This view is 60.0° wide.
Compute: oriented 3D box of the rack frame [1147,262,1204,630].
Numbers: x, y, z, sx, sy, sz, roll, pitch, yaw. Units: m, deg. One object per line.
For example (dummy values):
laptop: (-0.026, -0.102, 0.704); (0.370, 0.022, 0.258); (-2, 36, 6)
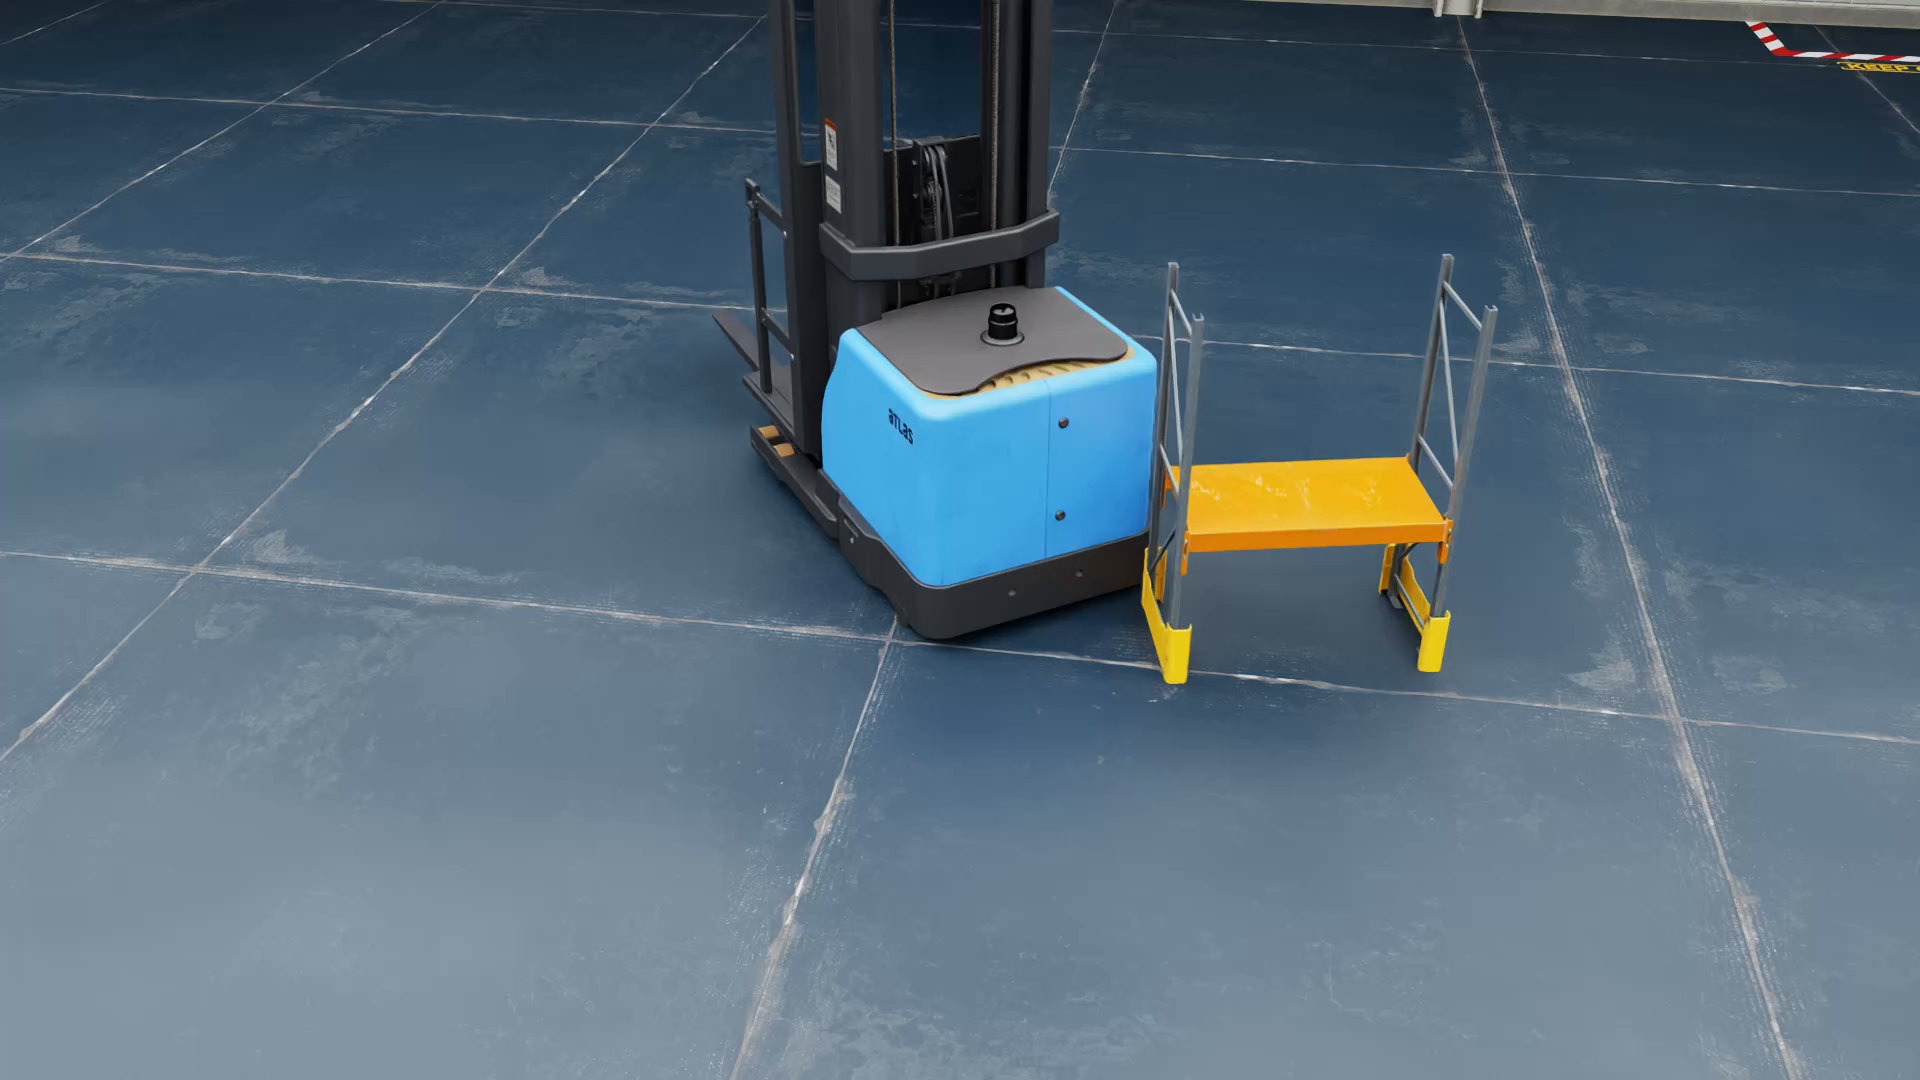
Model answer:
rack frame: (0.789, -0.238, 6.217); (0.032, 1.500, 0.500); (-2, 32, -4)

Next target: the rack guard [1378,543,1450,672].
rack guard: (1.801, 0.250, 6.615); (0.087, 0.250, 0.587); (-2, 32, -4)

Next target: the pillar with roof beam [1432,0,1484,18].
pillar with roof beam: (3.663, -6.223, 8.710); (0.400, 9.000, 9.100); (5, 32, 8)

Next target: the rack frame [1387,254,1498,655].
rack frame: (1.803, -0.280, 6.284); (0.032, 1.500, 0.500); (-2, 32, -4)

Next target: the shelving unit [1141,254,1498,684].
shelving unit: (1.305, -0.259, 6.251); (1.083, 1.500, 0.587); (-2, 32, -4)

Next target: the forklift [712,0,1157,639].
forklift: (-0.331, -1.617, 7.071); (1.130, 2.935, 3.031); (-15, 35, -22)

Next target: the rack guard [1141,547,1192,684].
rack guard: (0.808, 0.291, 6.550); (0.087, 0.250, 0.587); (-2, 32, -4)

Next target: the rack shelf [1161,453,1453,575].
rack shelf: (1.296, -0.107, 6.346); (1.000, 0.185, 0.538); (-2, 32, -4)
